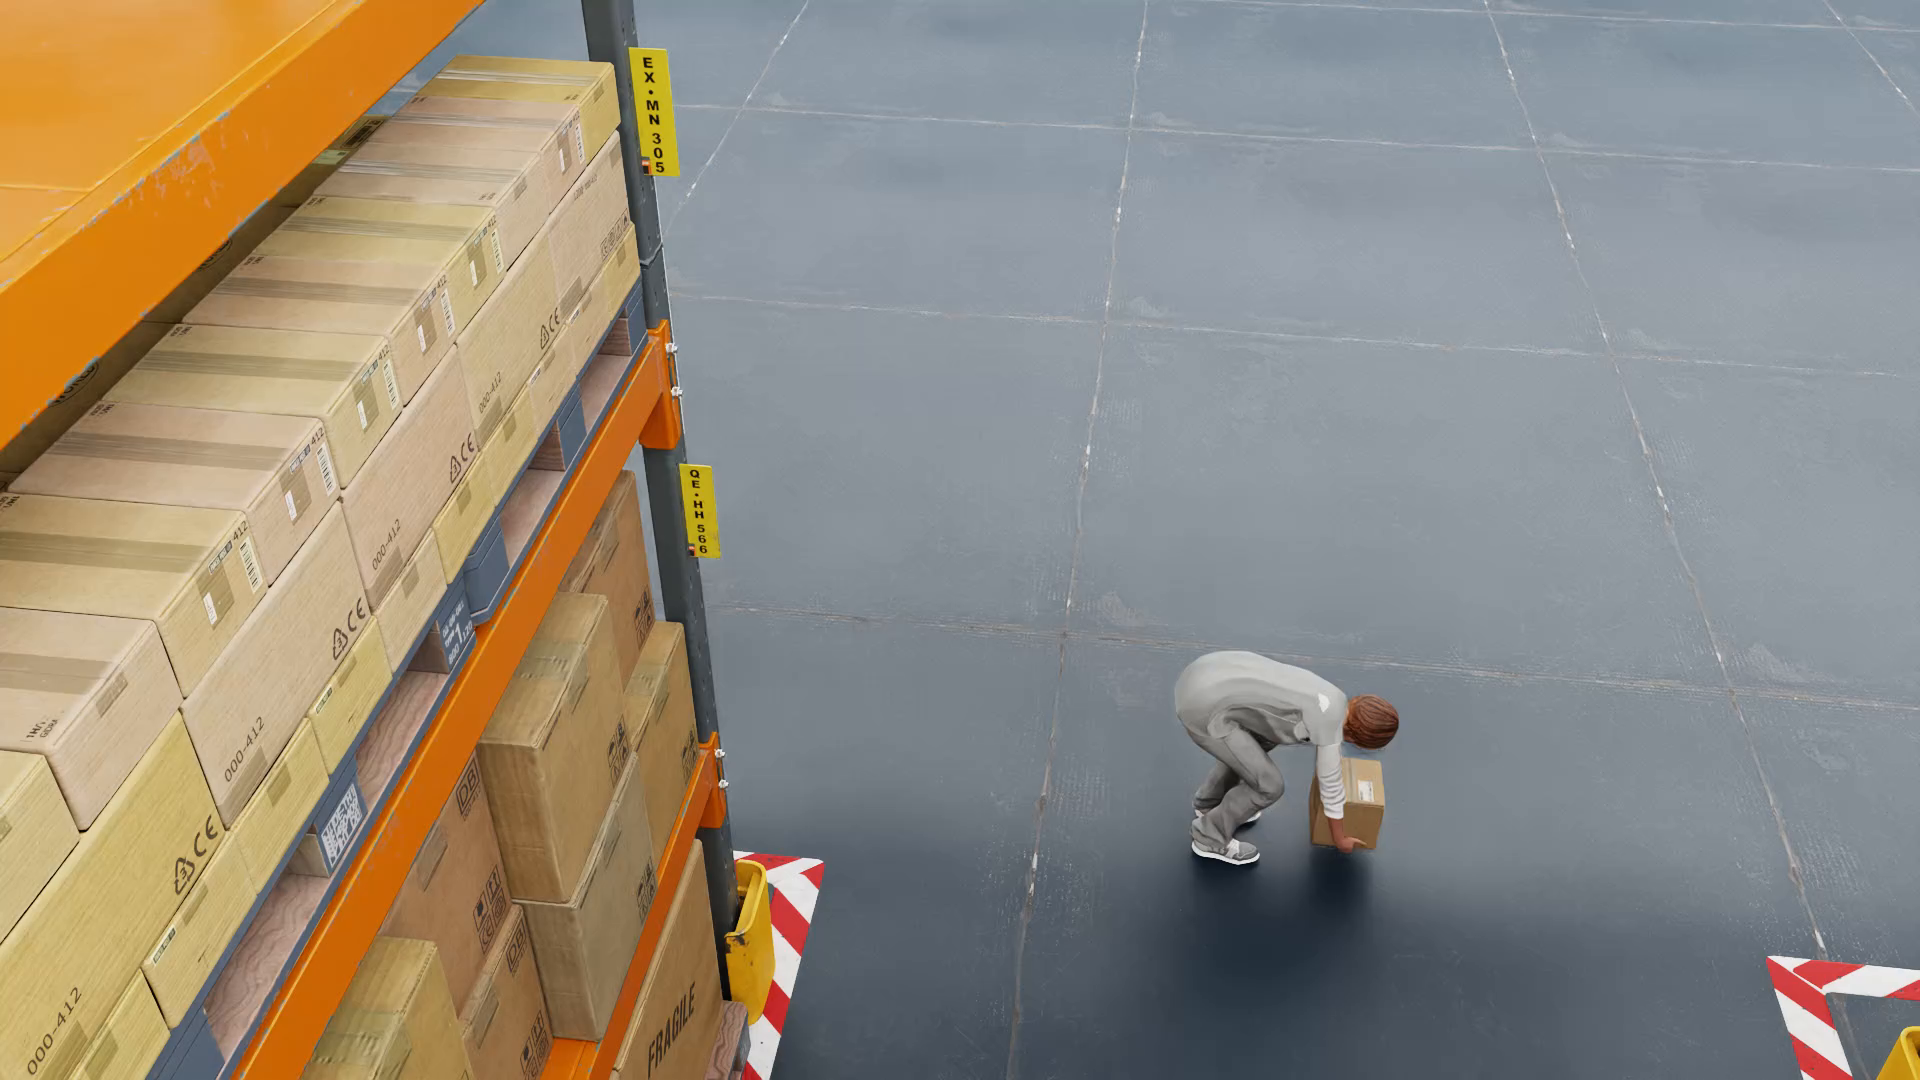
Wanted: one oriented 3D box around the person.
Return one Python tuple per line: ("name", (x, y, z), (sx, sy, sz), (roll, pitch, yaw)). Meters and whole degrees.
("person", (1.243, 0.841, 6.479), (0.861, 0.923, 0.416), (3, 37, 4))
